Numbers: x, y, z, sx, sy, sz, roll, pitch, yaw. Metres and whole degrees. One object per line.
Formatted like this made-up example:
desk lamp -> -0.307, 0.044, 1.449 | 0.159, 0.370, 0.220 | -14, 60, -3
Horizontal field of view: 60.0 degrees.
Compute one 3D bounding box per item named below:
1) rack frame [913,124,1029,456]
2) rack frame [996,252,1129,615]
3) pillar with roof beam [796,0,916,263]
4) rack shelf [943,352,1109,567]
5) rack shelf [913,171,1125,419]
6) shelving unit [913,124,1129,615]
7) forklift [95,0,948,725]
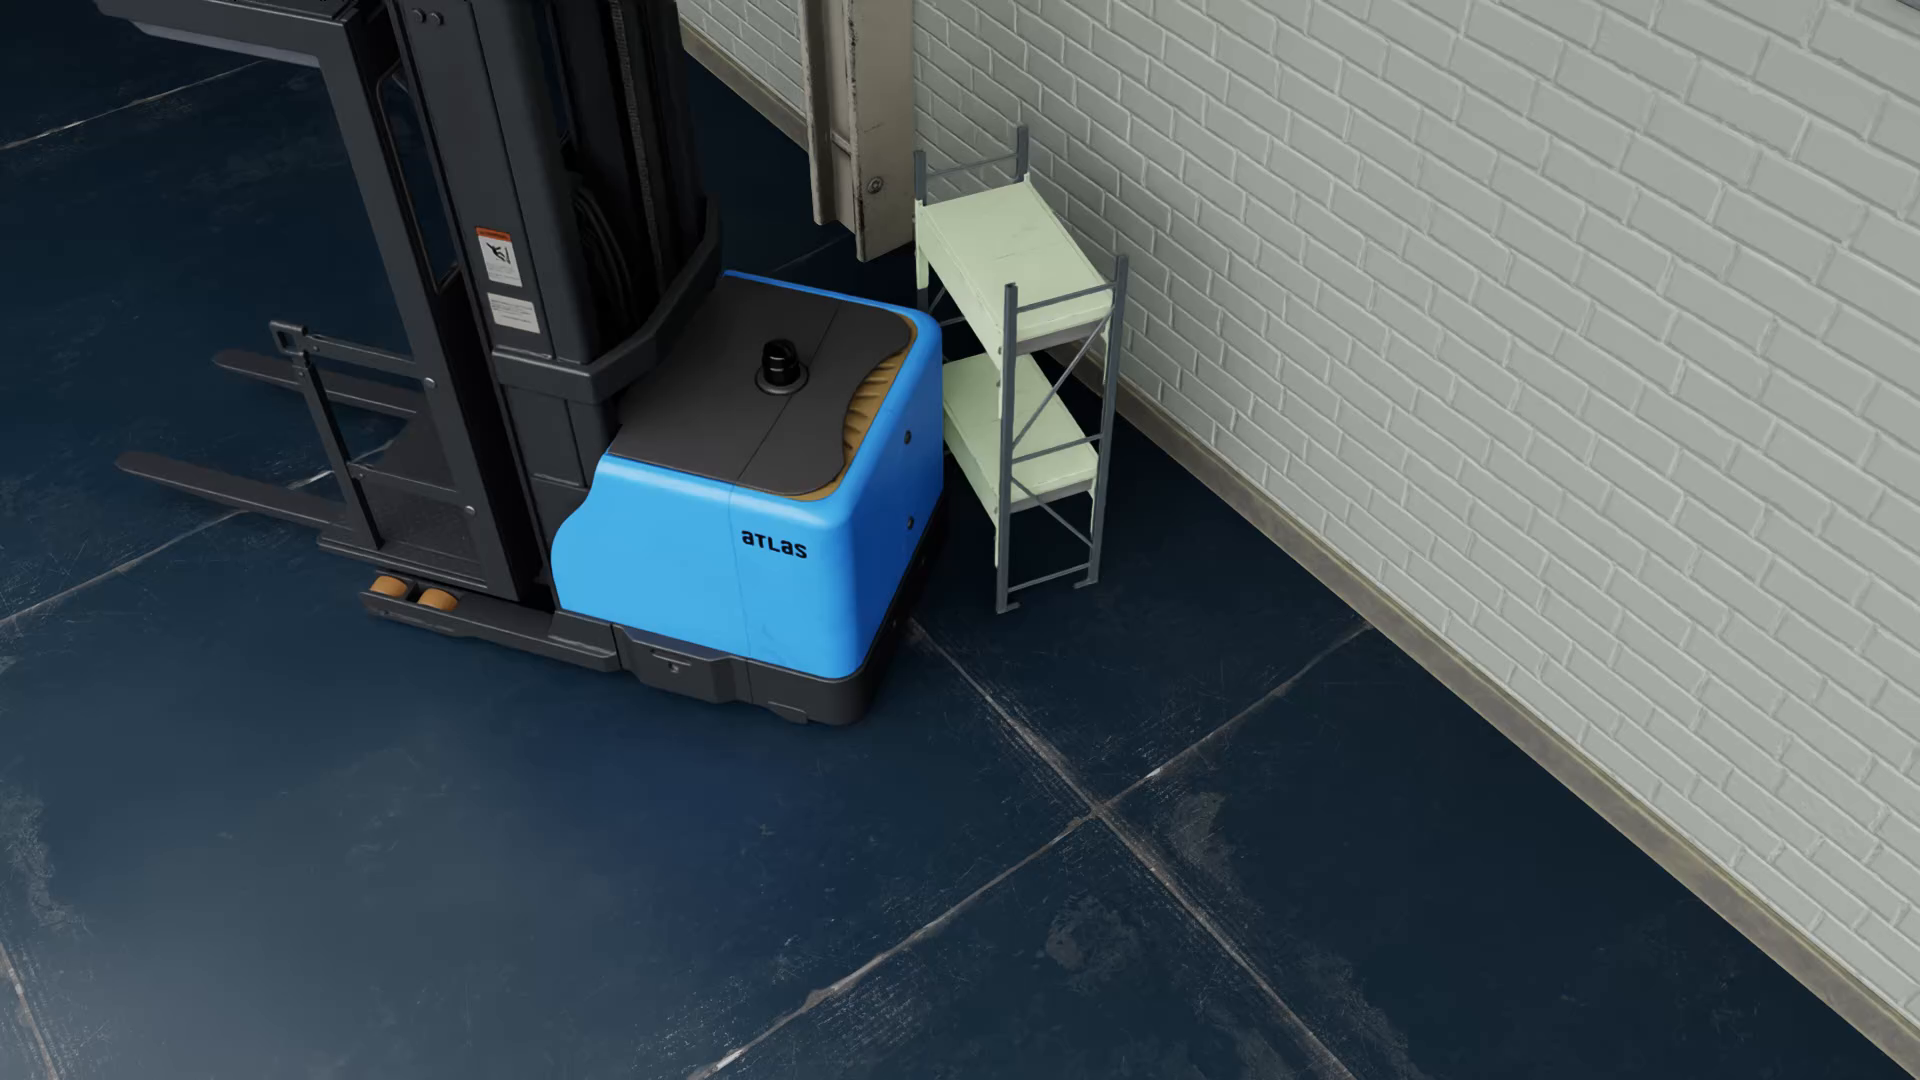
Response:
rack frame -> 0.037, -0.800, 5.962 | 0.400, 1.500, 0.023 | -17, 50, -15
rack frame -> 0.319, -0.299, 5.509 | 0.400, 1.500, 0.023 | -17, 50, -15
pillar with roof beam -> -3.852, -2.502, 2.444 | 9.100, 9.000, 0.400 | -29, 54, -24
rack shelf -> 0.178, -0.330, 5.977 | 0.431, 0.370, 0.720 | -17, 50, -15
rack shelf -> 0.179, -0.812, 5.446 | 0.431, 0.370, 0.720 | -17, 50, -15
shelving unit -> 0.178, -0.549, 5.735 | 0.431, 1.500, 0.755 | -17, 50, -15
forklift -> -1.619, -1.009, 5.186 | 3.031, 2.935, 1.130 | 14, 49, 12
